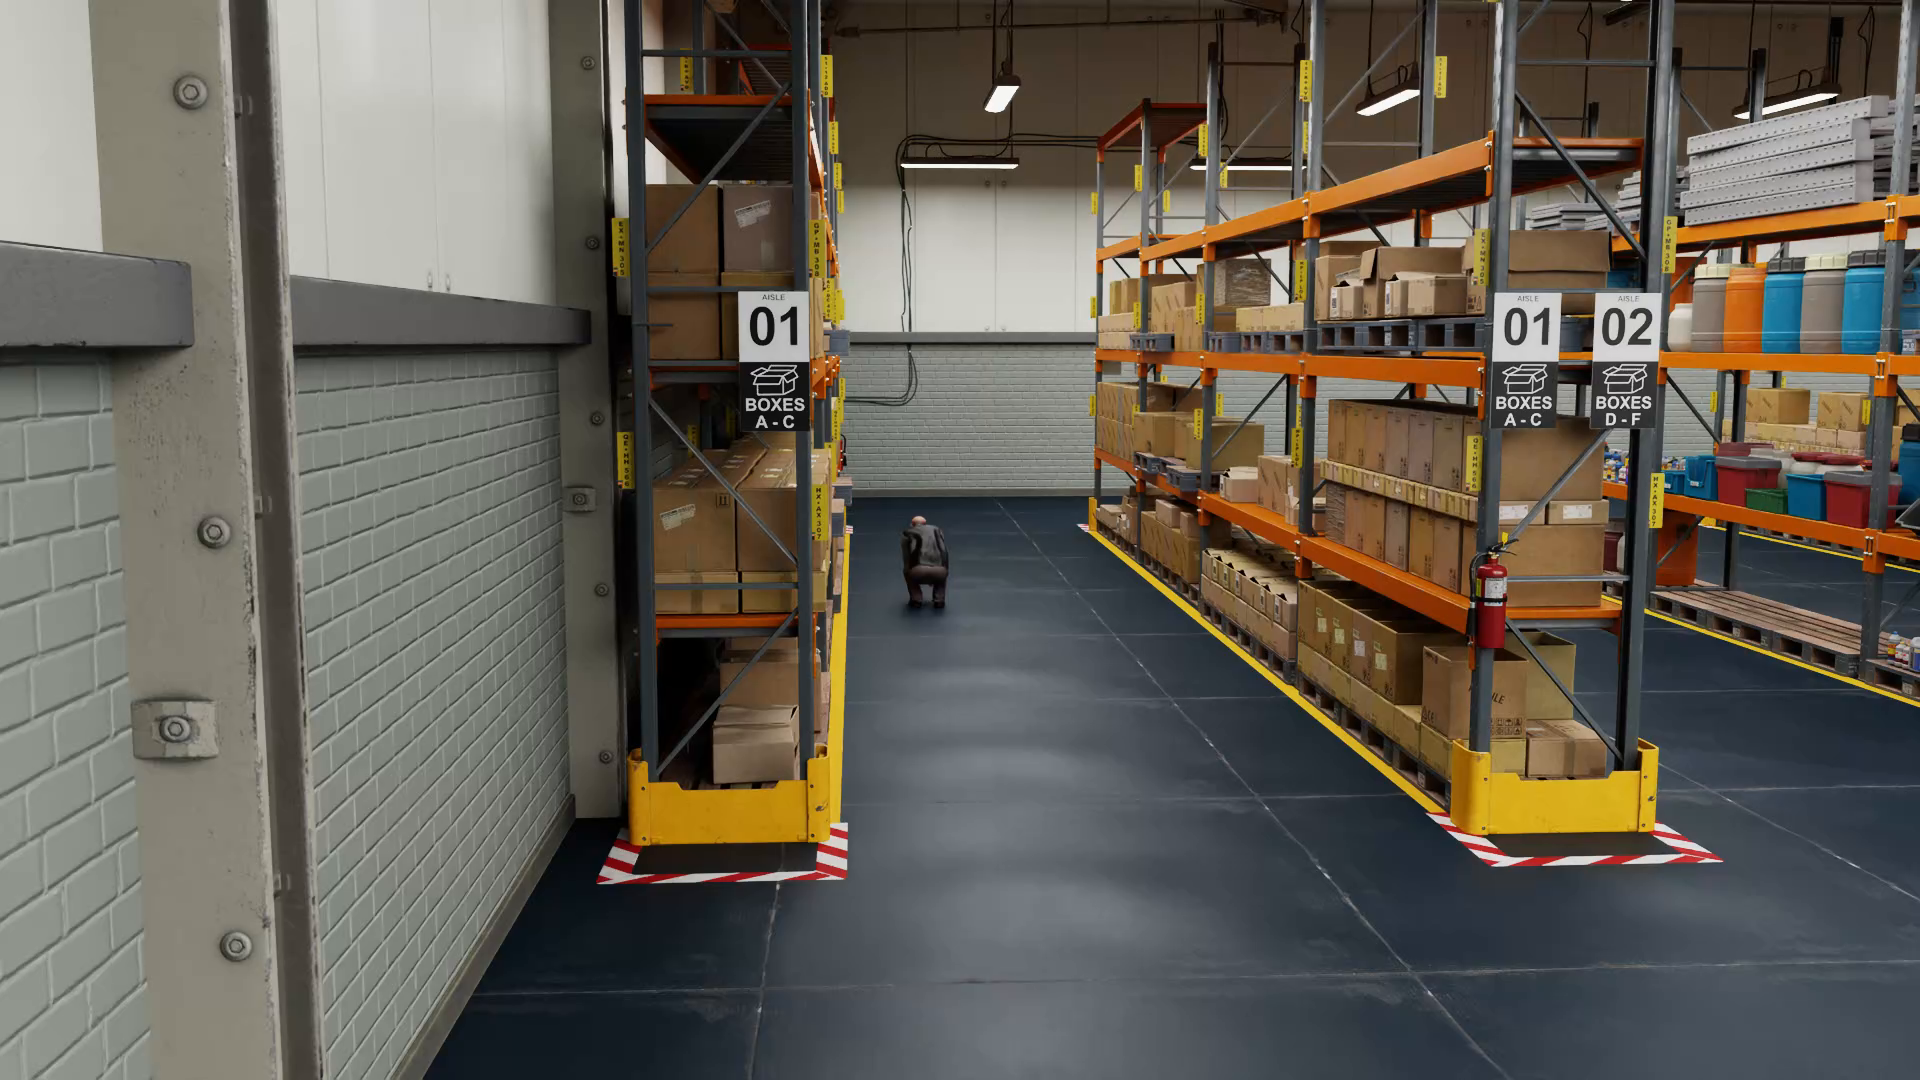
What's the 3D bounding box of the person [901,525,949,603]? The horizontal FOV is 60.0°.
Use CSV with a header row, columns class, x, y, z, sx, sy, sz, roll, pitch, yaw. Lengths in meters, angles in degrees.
class,x,y,z,sx,sy,sz,roll,pitch,yaw
person,-0.387,0.266,18.448,0.517,0.842,0.767,-1,7,-6
